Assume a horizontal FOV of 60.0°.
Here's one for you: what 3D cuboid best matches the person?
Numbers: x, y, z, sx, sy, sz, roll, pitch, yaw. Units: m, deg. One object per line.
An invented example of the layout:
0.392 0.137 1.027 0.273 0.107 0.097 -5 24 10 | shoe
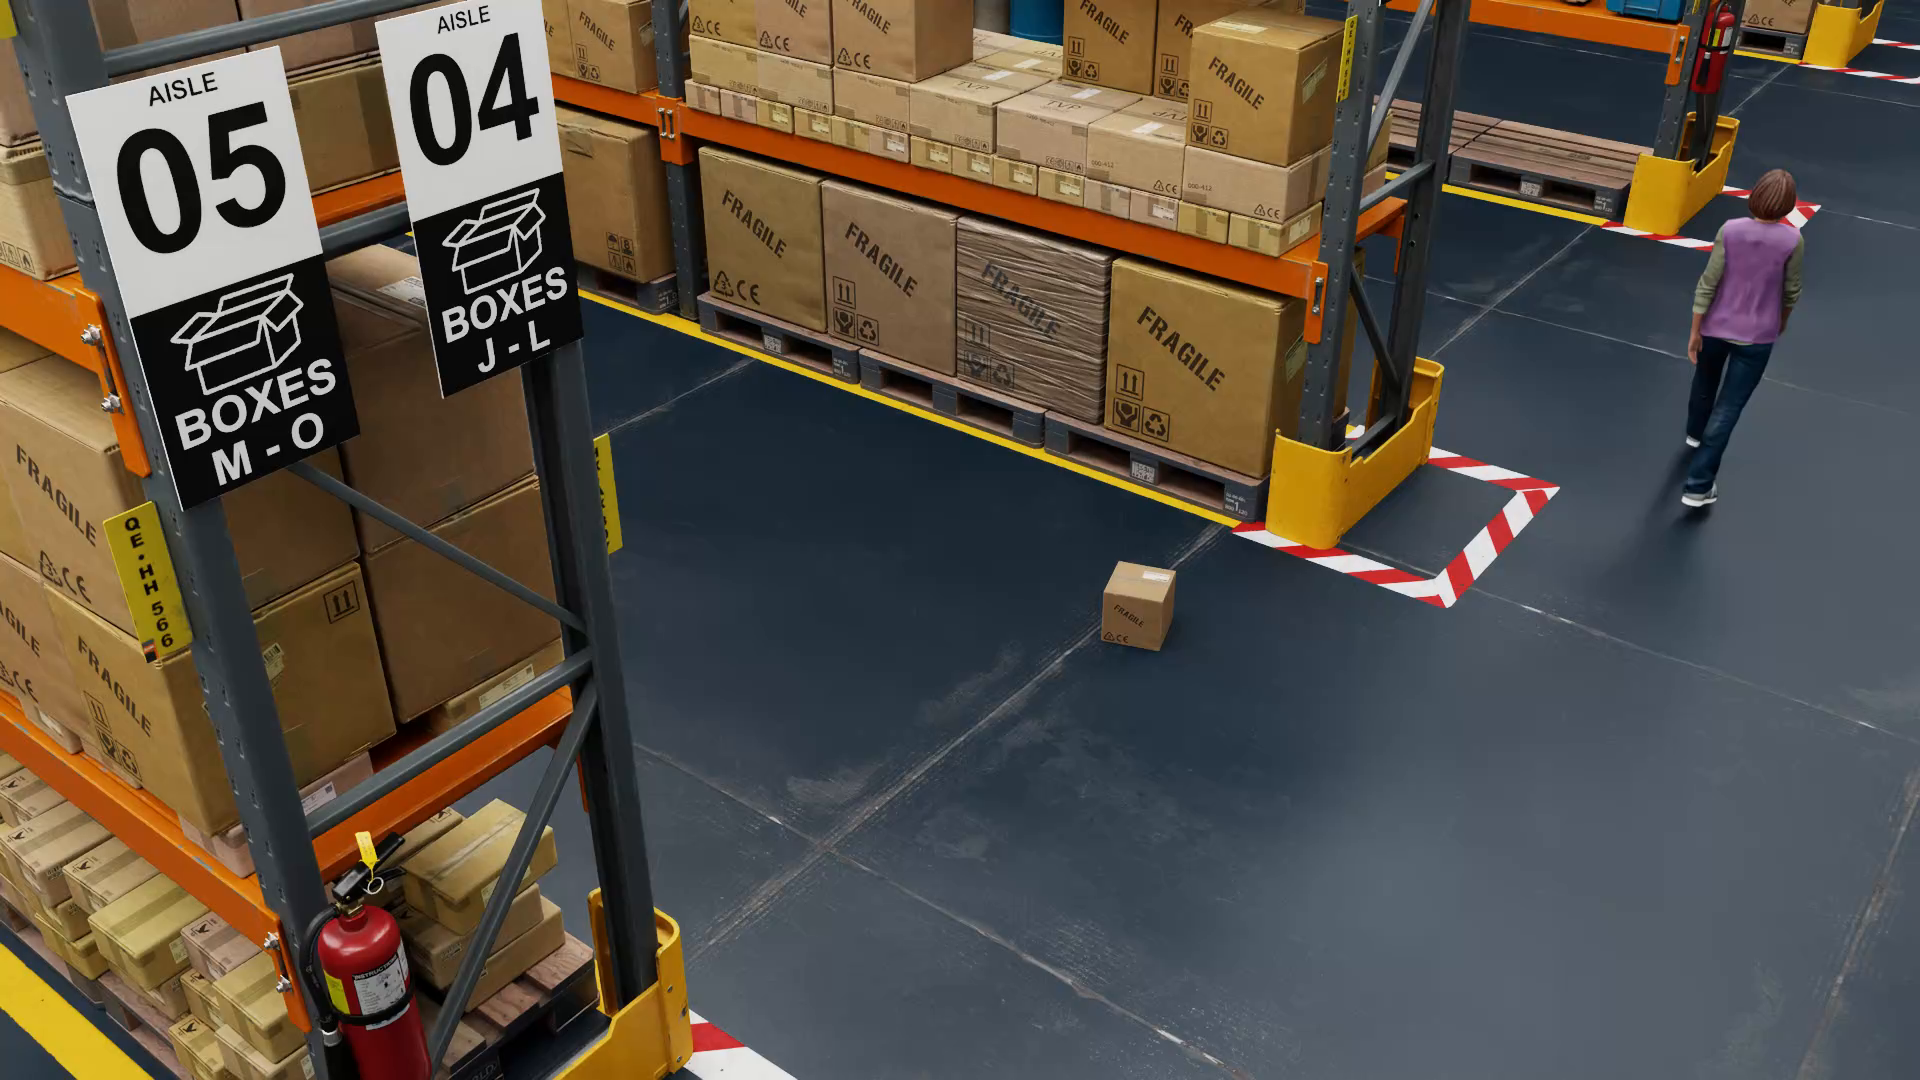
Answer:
3.635 -0.991 7.737 0.410 1.545 0.929 21 37 30 | person
